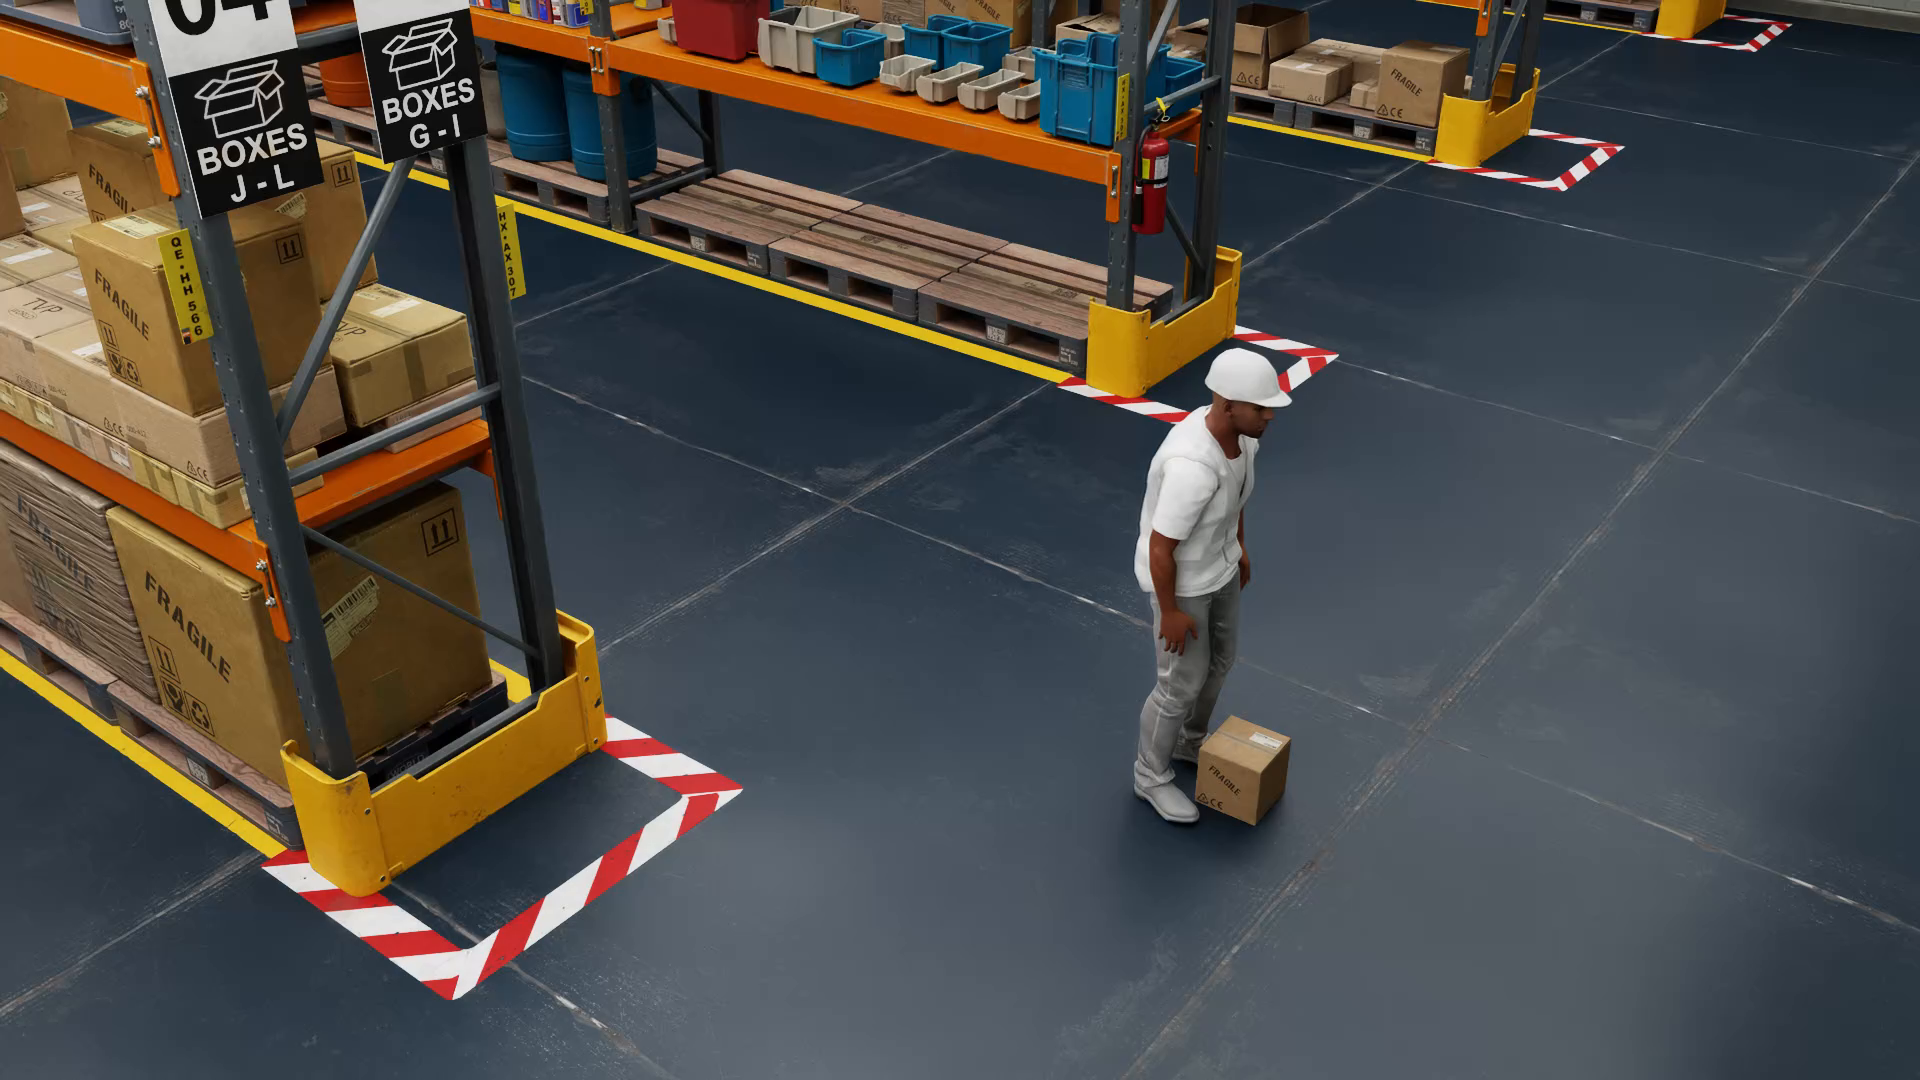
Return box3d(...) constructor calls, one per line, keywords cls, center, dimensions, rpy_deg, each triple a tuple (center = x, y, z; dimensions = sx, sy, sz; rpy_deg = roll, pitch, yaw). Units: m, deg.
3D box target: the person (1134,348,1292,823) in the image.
box3d(cls="person", center=(0.867, 0.135, 5.889), dimensions=(0.461, 1.759, 0.634), rpy_deg=(19, 36, 28))
